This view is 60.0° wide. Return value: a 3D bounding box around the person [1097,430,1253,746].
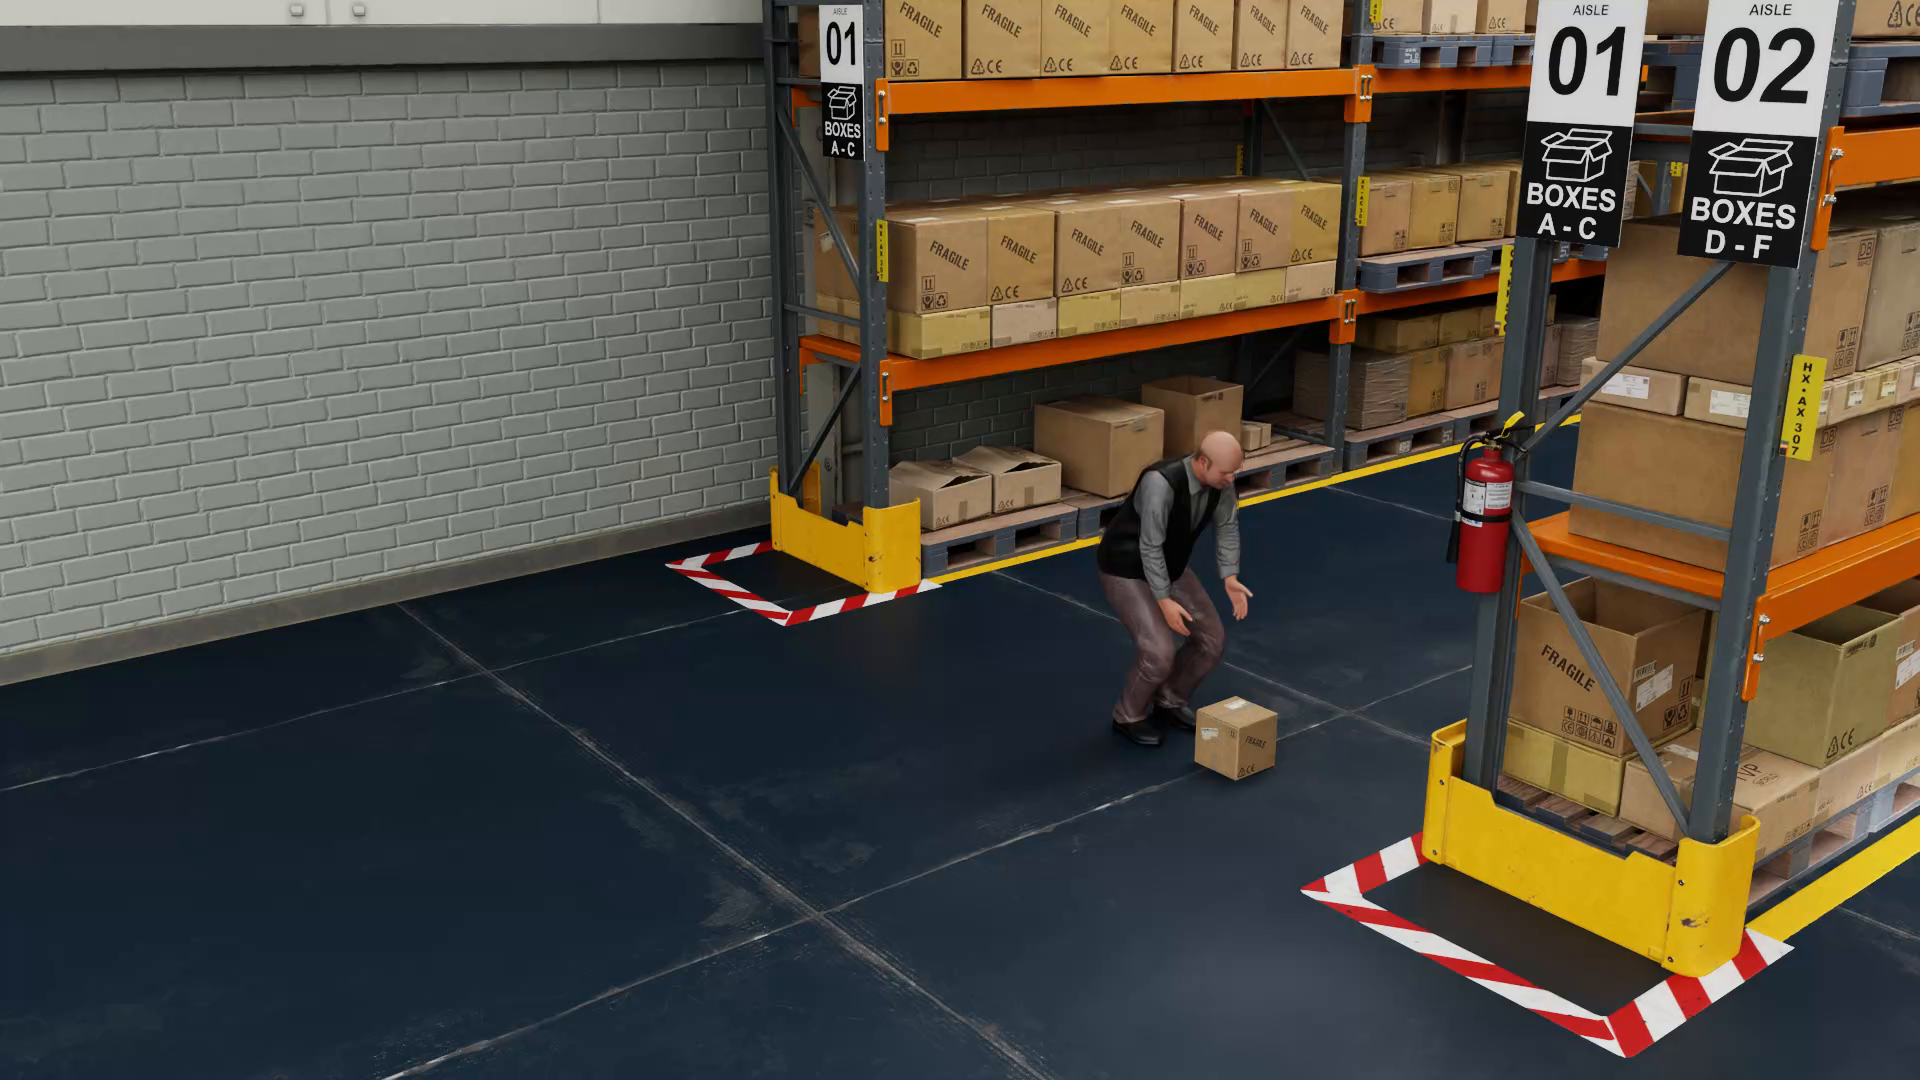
[{"bbox_3d":[0.962,0.182,7.469,0.590,1.455,0.670,-13,22,-36],"label":"person"}]
